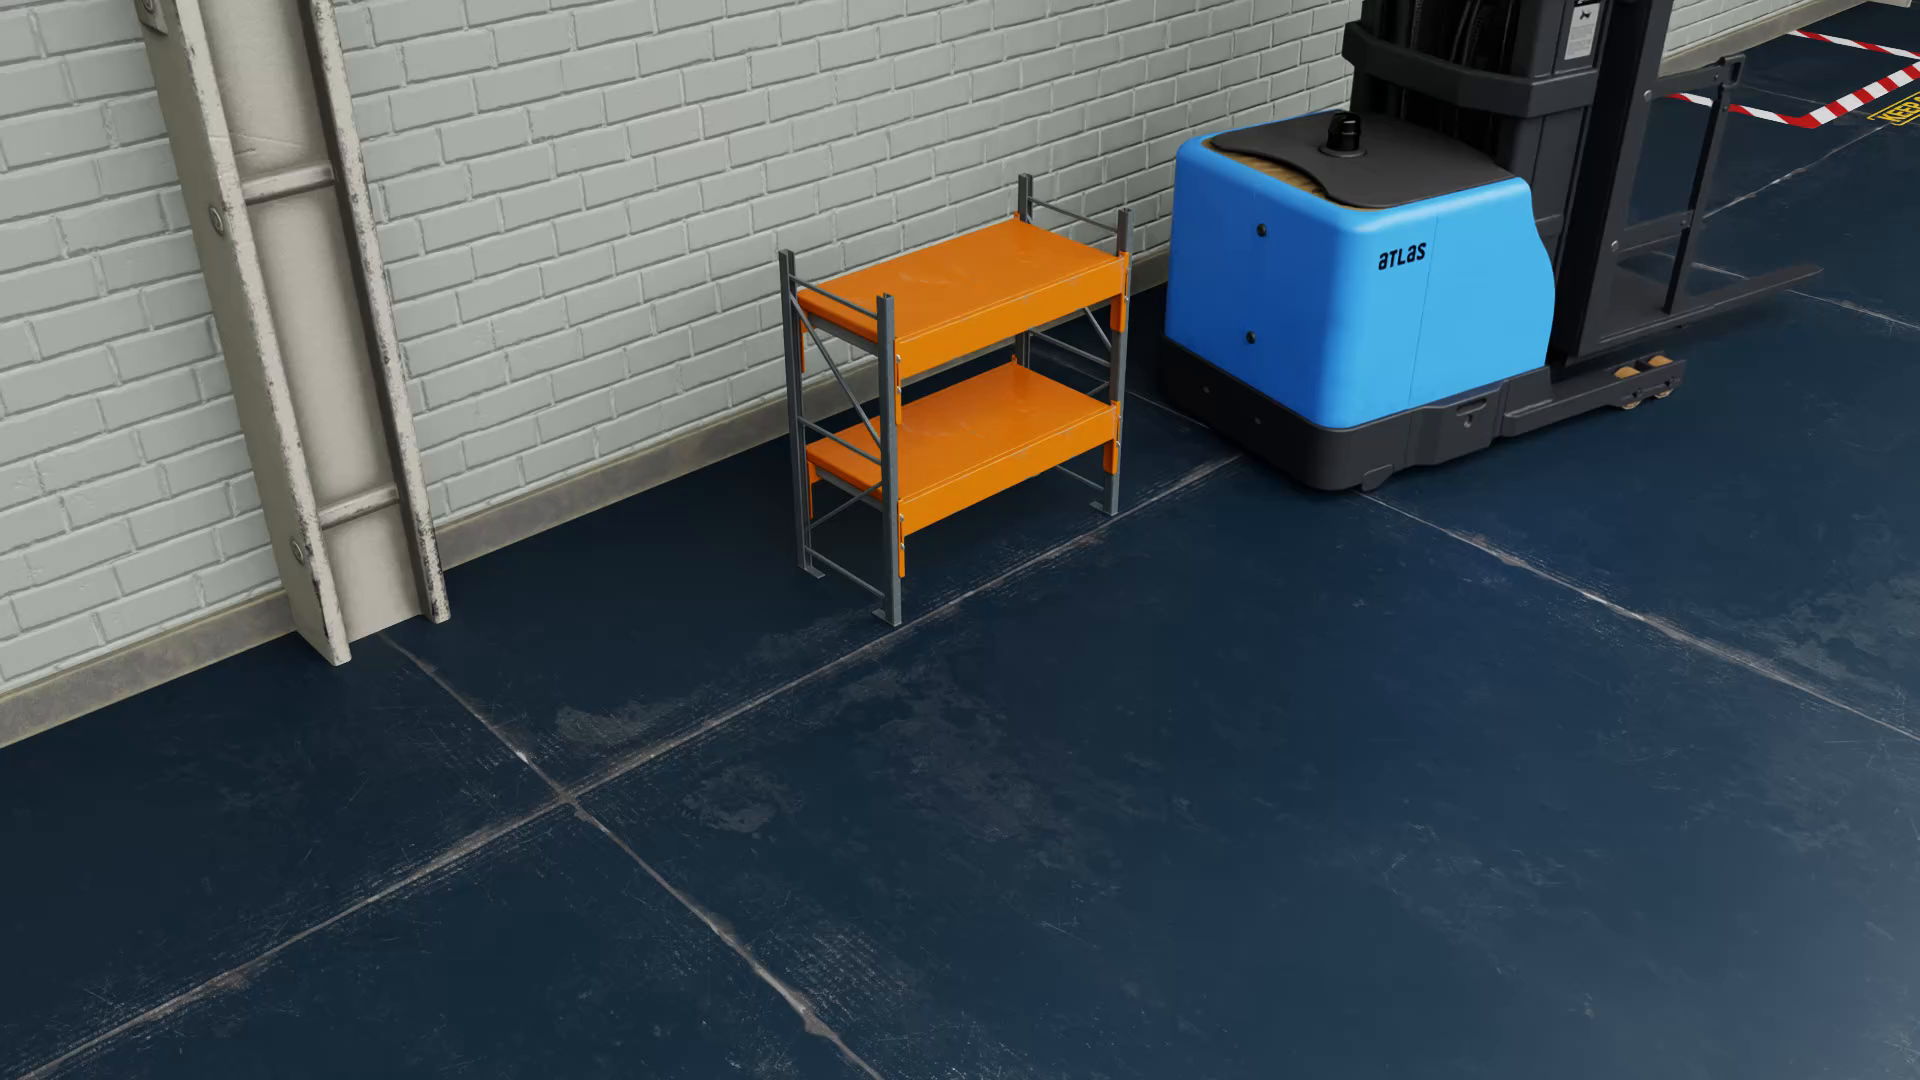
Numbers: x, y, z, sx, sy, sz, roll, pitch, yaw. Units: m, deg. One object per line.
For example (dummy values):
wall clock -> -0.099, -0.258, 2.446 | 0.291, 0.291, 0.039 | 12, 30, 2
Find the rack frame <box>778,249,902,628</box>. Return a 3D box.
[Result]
rack frame -> -0.368, -0.302, 5.166 | 0.032, 1.125, 0.500 | -26, 40, -35

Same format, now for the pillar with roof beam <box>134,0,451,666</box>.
pillar with roof beam -> 1.045, -1.932, 0.284 | 0.400, 9.000, 9.100 | -26, 40, -35

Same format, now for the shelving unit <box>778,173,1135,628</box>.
shelving unit -> 0.005, -0.482, 5.460 | 1.048, 1.125, 0.538 | -26, 40, -35

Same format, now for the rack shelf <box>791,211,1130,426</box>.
rack shelf -> 0.005, -0.732, 5.308 | 1.000, 0.278, 0.538 | -26, 40, -35

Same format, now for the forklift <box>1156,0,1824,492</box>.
forklift -> 2.307, -1.986, 6.188 | 3.031, 2.935, 1.130 | -18, 36, -26

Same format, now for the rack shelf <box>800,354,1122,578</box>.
rack shelf -> 0.005, -0.274, 5.588 | 1.000, 0.278, 0.538 | -26, 40, -35

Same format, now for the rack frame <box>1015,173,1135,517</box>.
rack frame -> 0.378, -0.663, 5.755 | 0.032, 1.125, 0.500 | -26, 40, -35
